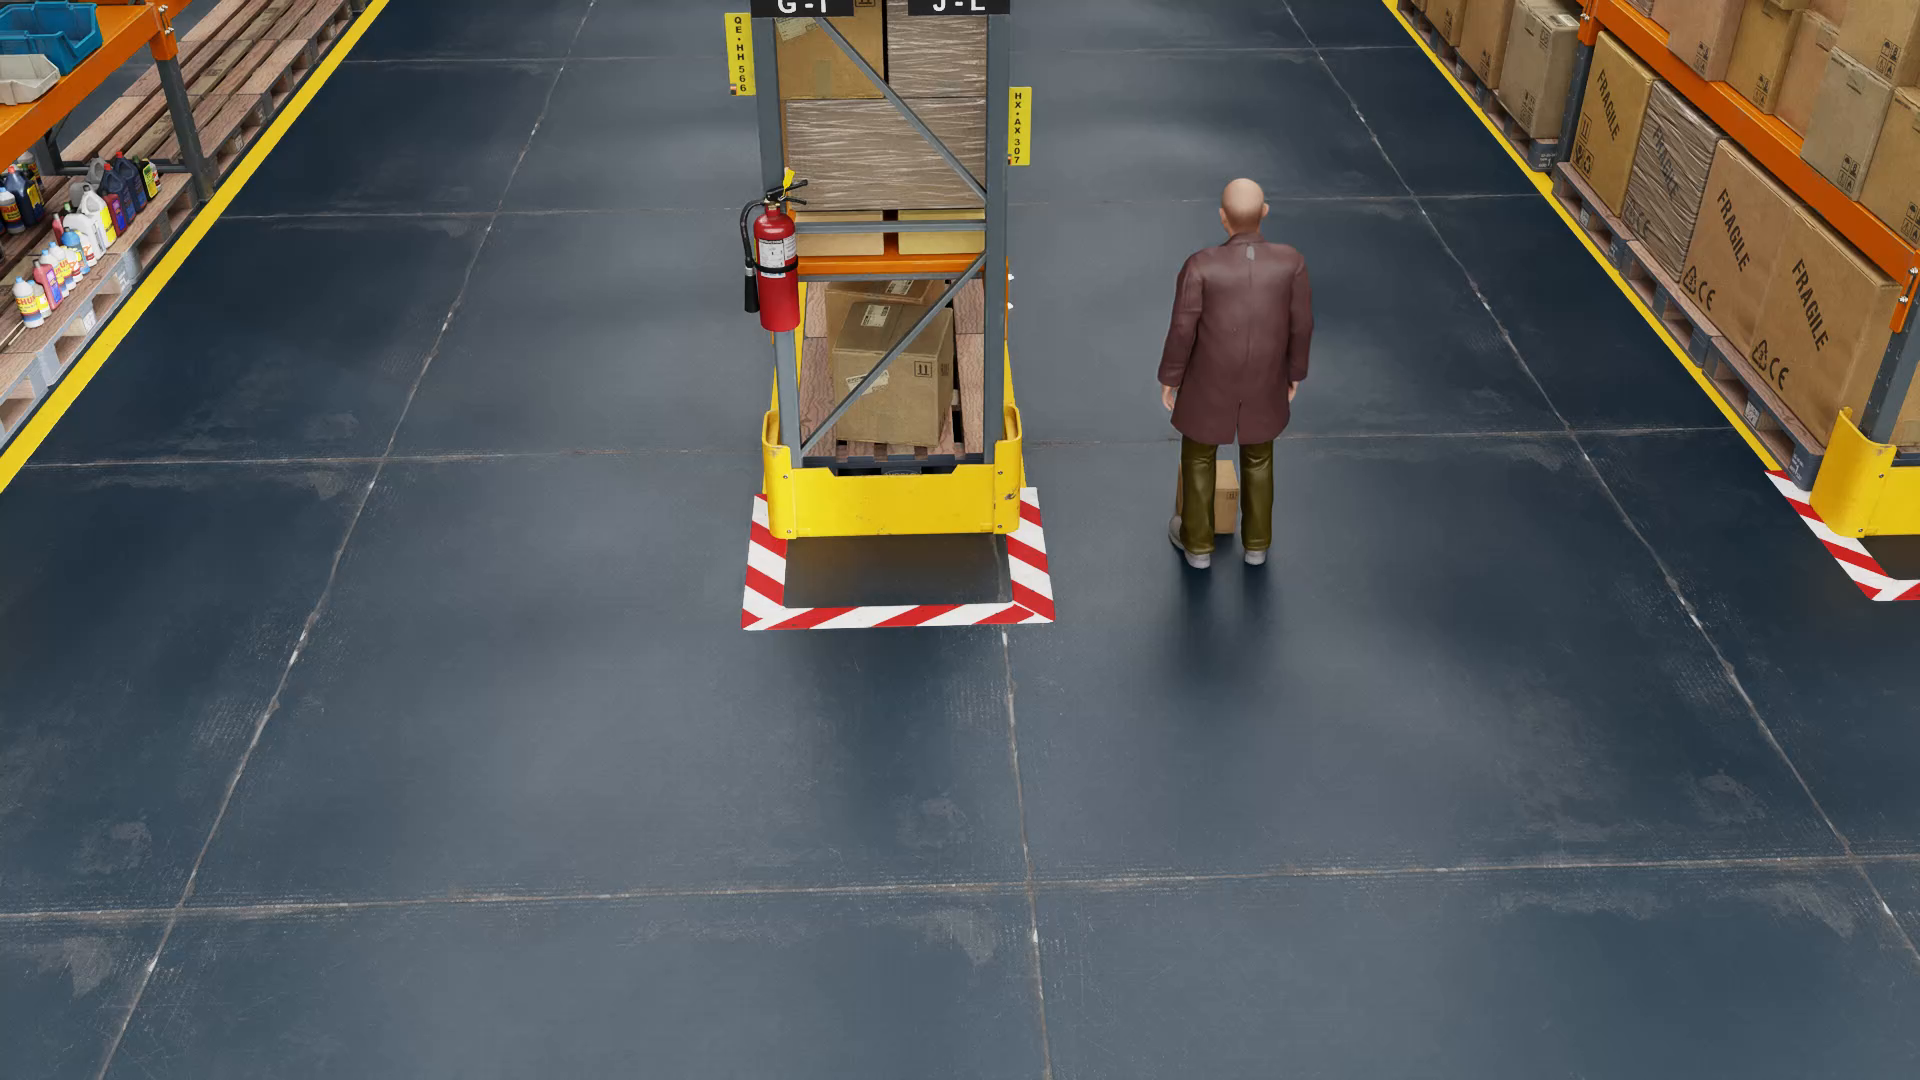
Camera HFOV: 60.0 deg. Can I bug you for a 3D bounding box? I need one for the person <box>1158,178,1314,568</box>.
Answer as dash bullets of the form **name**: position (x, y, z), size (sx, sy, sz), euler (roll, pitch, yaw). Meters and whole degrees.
- **person**: position (1.172, -0.687, 7.148), size (0.650, 1.774, 0.418), euler (-2, 35, -3)
